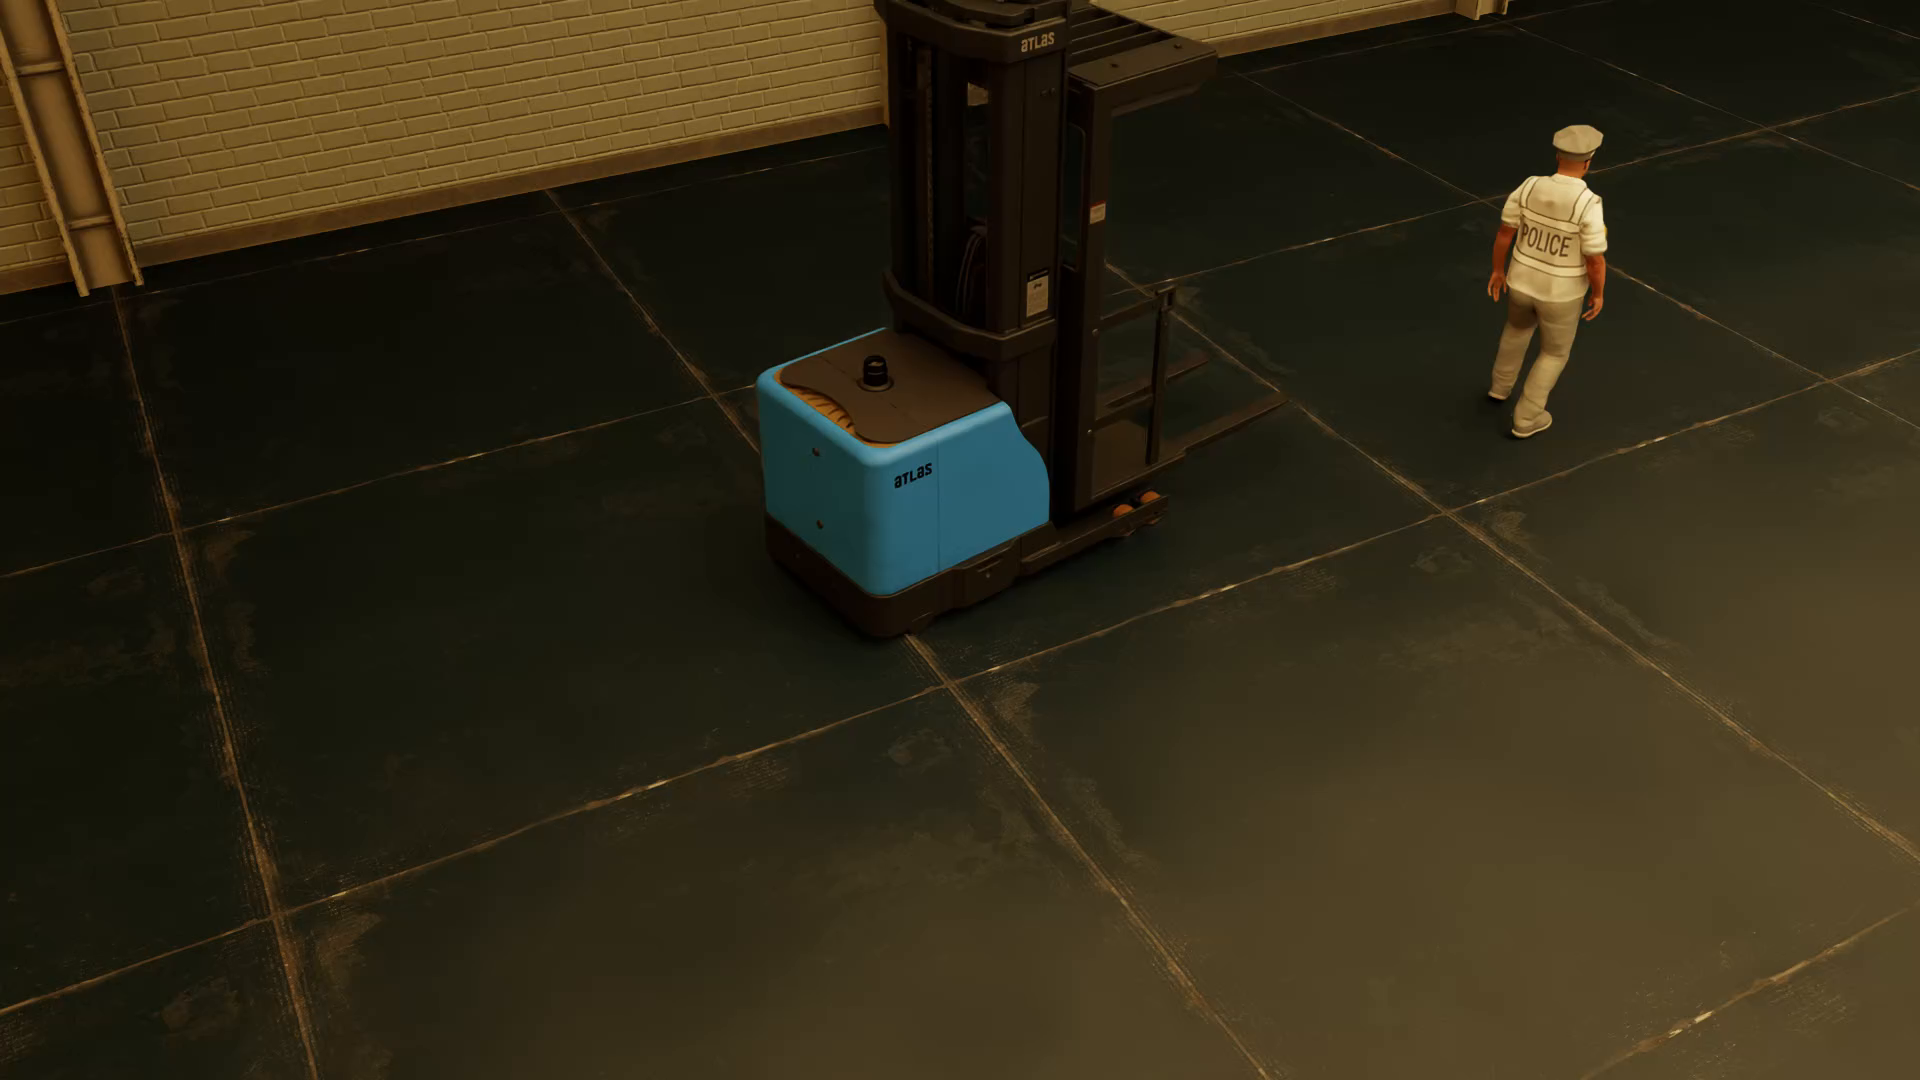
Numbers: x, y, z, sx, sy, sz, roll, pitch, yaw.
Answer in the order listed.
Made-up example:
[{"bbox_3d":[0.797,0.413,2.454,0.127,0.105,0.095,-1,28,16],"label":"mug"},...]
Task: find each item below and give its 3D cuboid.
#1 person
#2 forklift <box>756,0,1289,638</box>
[{"bbox_3d":[3.282,-1.412,9.207,0.534,1.813,0.627,-28,44,-33],"label":"person"},{"bbox_3d":[0.477,-1.430,8.146,3.031,2.935,1.130,-25,42,-31],"label":"forklift"}]
